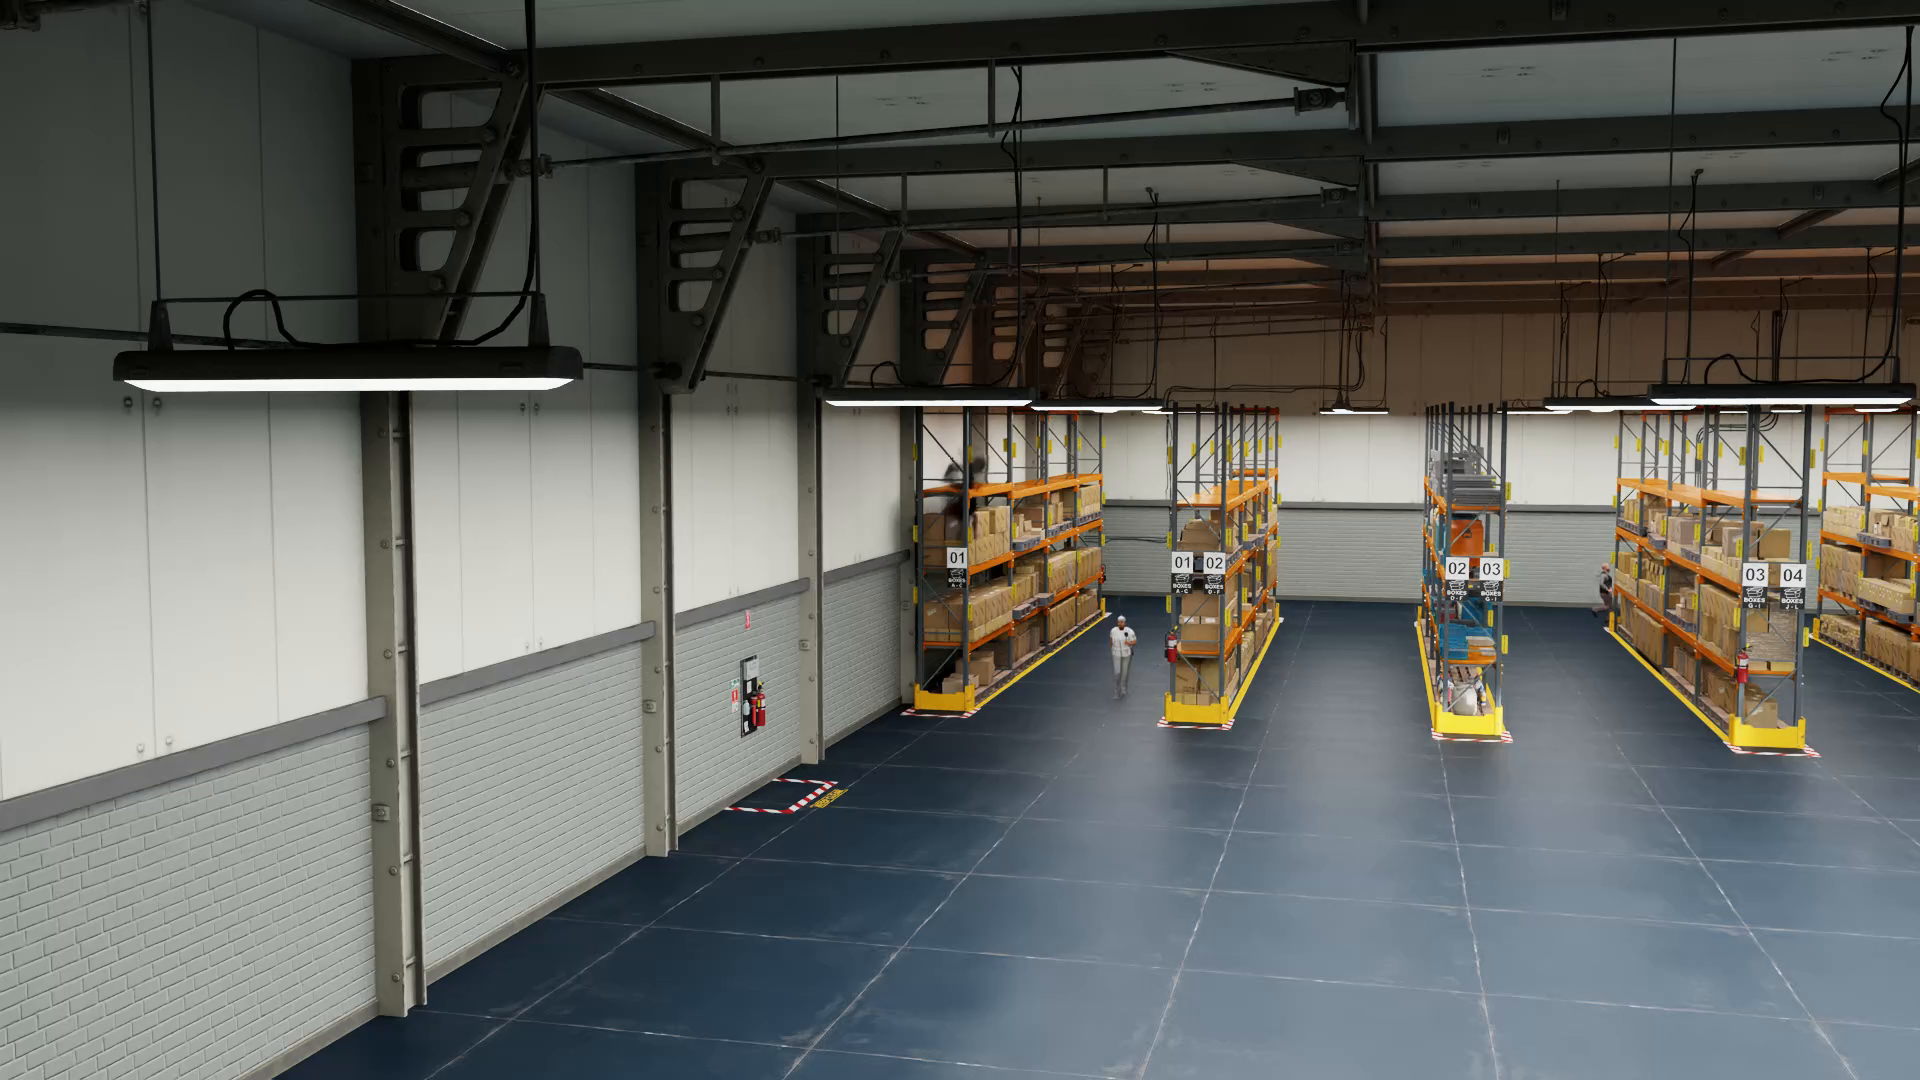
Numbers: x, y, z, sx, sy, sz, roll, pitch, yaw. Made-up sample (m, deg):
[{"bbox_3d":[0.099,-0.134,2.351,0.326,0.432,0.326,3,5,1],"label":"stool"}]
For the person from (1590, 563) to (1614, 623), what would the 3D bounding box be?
[{"bbox_3d":[17.881,1.482,46.165,0.660,1.686,0.670,2,5,29],"label":"person"}]

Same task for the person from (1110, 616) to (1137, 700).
[{"bbox_3d":[3.329,2.407,33.938,0.574,1.737,0.754,1,4,8],"label":"person"}]

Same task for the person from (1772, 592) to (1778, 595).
[{"bbox_3d":[21.041,1.732,43.596,0.518,1.556,0.695,-3,5,-40],"label":"person"}]
